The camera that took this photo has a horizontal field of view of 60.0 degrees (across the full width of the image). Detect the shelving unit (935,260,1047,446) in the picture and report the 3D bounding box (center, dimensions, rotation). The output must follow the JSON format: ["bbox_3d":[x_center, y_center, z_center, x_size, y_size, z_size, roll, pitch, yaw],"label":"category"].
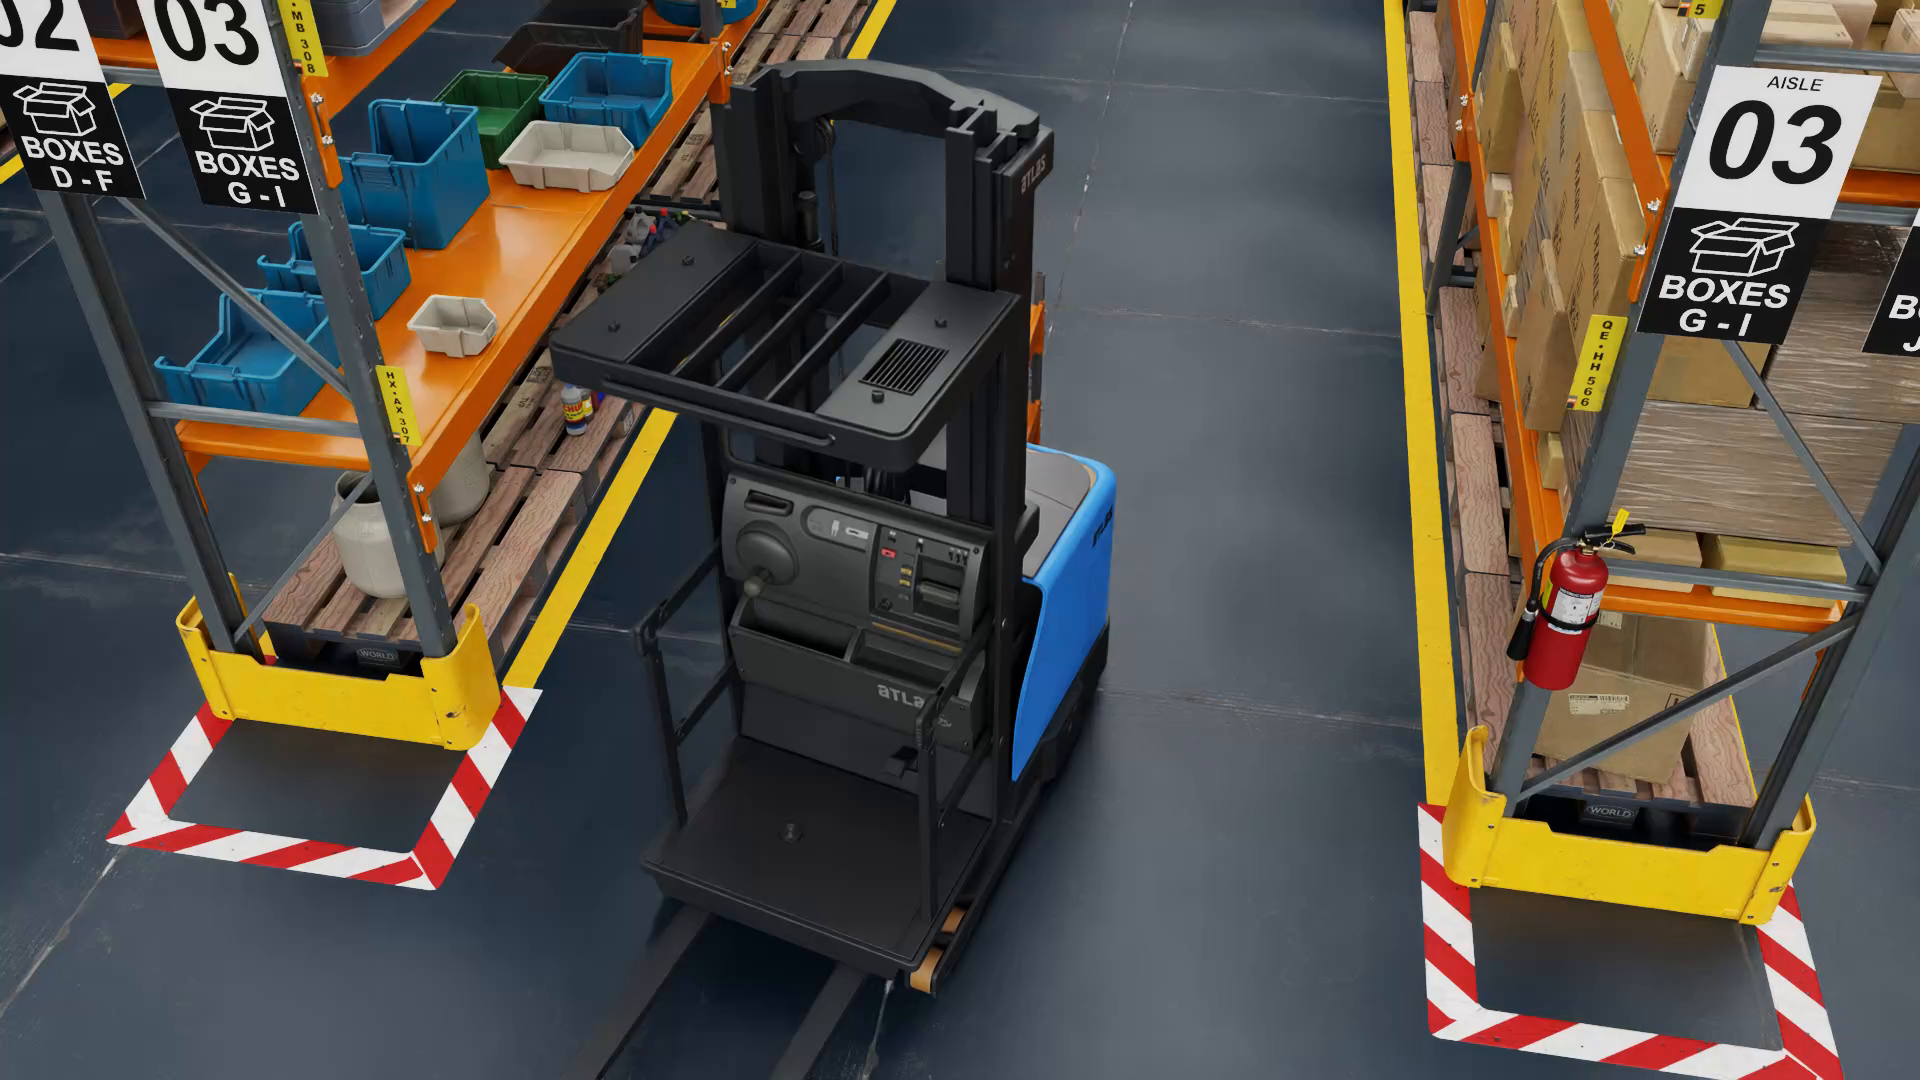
[{"bbox_3d":[0.027,-0.474,7.441,0.538,1.125,1.048,8,40,9],"label":"shelving unit"}]

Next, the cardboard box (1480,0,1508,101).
[{"bbox_3d":[2.956,-2.260,7.818,0.875,0.500,0.500,6,40,8],"label":"cardboard box"}]

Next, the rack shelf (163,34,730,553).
[{"bbox_3d":[-2.129,-1.396,7.649,1.077,0.370,4.000,6,40,8],"label":"rack shelf"}]

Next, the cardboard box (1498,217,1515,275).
[{"bbox_3d":[2.515,-1.241,7.094,0.380,0.149,0.250,6,40,8],"label":"cardboard box"}]

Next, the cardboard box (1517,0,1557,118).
[{"bbox_3d":[2.595,-2.039,6.766,0.500,0.500,0.500,6,40,8],"label":"cardboard box"}]

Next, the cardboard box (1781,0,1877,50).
[{"bbox_3d":[2.304,-1.483,4.641,0.380,0.149,0.250,5,40,6],"label":"cardboard box"}]

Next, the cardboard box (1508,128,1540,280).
[{"bbox_3d":[2.720,-1.316,6.676,0.875,0.500,0.500,6,40,8],"label":"cardboard box"}]

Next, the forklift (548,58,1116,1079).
[{"bbox_3d":[-0.446,0.138,5.282,1.130,2.935,3.031,16,42,18],"label":"forklift"}]

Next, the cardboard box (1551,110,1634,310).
[{"bbox_3d":[2.335,-1.098,5.627,0.500,0.500,0.500,6,40,8],"label":"cardboard box"}]

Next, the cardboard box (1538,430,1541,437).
[{"bbox_3d":[2.344,-0.452,6.139,0.380,0.149,0.250,6,40,8],"label":"cardboard box"}]

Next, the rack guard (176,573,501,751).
[{"bbox_3d":[-2.509,0.492,6.762,1.175,0.500,0.348,6,40,8],"label":"rack guard"}]

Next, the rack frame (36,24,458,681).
[{"bbox_3d":[-2.476,-0.418,5.902,1.000,3.000,0.127,6,40,8],"label":"rack frame"}]

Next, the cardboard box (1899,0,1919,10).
[{"bbox_3d":[2.818,-1.423,4.568,0.380,0.149,0.250,7,40,9],"label":"cardboard box"}]

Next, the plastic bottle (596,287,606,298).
[{"bbox_3d":[-1.837,-1.202,8.636,0.061,0.283,0.133,6,40,8],"label":"plastic bottle"}]

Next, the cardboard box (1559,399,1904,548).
[{"bbox_3d":[2.525,-0.367,5.529,0.875,0.500,0.500,6,40,8],"label":"cardboard box"}]

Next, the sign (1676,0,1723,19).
[{"bbox_3d":[1.860,-1.443,4.093,0.100,0.325,0.005,6,40,8],"label":"sign"}]

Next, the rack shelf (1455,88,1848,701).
[{"bbox_3d":[2.749,-0.850,6.989,1.077,0.370,4.000,6,40,8],"label":"rack shelf"}]

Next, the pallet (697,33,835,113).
[{"bbox_3d":[-1.477,-3.119,11.357,1.003,0.211,1.213,6,40,8],"label":"pallet"}]

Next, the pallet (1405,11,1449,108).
[{"bbox_3d":[3.650,-3.328,11.609,1.003,0.211,1.213,6,40,8],"label":"pallet"}]

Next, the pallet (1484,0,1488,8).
[{"bbox_3d":[3.370,-2.772,8.899,1.003,0.211,1.213,6,40,8],"label":"pallet"}]

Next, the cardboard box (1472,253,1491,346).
[{"bbox_3d":[2.986,-1.334,8.642,0.500,0.500,0.500,5,40,6],"label":"cardboard box"}]

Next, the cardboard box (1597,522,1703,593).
[{"bbox_3d":[2.249,0.023,5.565,0.380,0.149,0.250,6,40,8],"label":"cardboard box"}]

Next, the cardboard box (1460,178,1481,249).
[{"bbox_3d":[3.222,-1.972,9.397,0.700,0.500,0.500,4,40,4],"label":"cardboard box"}]

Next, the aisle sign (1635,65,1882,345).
[{"bbox_3d":[2.097,-0.868,4.406,0.394,0.787,0.004,6,40,8],"label":"aisle sign"}]

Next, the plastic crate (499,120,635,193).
[{"bbox_3d":[-1.815,-1.780,7.756,0.530,0.136,0.437,6,40,8],"label":"plastic crate"}]

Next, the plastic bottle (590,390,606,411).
[{"bbox_3d":[-1.798,-0.785,8.131,0.061,0.283,0.133,7,40,8],"label":"plastic bottle"}]

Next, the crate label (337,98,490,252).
[{"bbox_3d":[-2.423,-1.617,7.324,0.502,0.435,0.616,6,40,8],"label":"crate label"}]

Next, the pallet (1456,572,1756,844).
[{"bbox_3d":[2.591,0.649,6.800,1.003,0.211,1.213,6,40,8],"label":"pallet"}]

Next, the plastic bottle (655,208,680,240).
[{"bbox_3d":[-1.611,-1.641,9.115,0.144,0.351,0.185,5,40,6],"label":"plastic bottle"}]

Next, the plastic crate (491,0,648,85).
[{"bbox_3d":[-1.999,-2.590,8.578,0.767,0.338,0.504,6,40,8],"label":"plastic crate"}]

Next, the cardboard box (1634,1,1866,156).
[{"bbox_3d":[2.236,-1.301,4.733,0.500,0.250,0.500,7,40,9],"label":"cardboard box"}]

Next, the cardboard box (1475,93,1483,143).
[{"bbox_3d":[2.705,-2.028,8.047,0.380,0.149,0.250,6,40,8],"label":"cardboard box"}]

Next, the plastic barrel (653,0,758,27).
[{"bbox_3d":[-1.418,-3.331,9.031,0.600,0.901,0.708,6,40,8],"label":"plastic barrel"}]

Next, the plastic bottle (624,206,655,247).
[{"bbox_3d":[-1.753,-1.657,9.134,0.144,0.351,0.185,6,40,8],"label":"plastic bottle"}]

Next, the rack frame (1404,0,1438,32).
[{"bbox_3d":[3.787,-4.893,11.314,1.000,3.000,0.127,6,40,8],"label":"rack frame"}]

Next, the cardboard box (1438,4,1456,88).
[{"bbox_3d":[3.607,-3.327,11.036,0.700,0.500,0.500,3,40,4],"label":"cardboard box"}]

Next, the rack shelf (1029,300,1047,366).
[{"bbox_3d":[0.027,-0.700,7.254,0.538,0.278,1.000,8,40,9],"label":"rack shelf"}]

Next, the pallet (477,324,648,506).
[{"bbox_3d":[-2.149,-0.669,8.394,1.003,0.211,1.213,6,40,8],"label":"pallet"}]

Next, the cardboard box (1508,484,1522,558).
[{"bbox_3d":[2.724,-0.230,7.307,0.500,0.500,0.500,10,41,12],"label":"cardboard box"}]

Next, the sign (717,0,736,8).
[{"bbox_3d":[-1.243,-2.968,8.768,0.100,0.325,0.005,6,40,8],"label":"sign"}]
